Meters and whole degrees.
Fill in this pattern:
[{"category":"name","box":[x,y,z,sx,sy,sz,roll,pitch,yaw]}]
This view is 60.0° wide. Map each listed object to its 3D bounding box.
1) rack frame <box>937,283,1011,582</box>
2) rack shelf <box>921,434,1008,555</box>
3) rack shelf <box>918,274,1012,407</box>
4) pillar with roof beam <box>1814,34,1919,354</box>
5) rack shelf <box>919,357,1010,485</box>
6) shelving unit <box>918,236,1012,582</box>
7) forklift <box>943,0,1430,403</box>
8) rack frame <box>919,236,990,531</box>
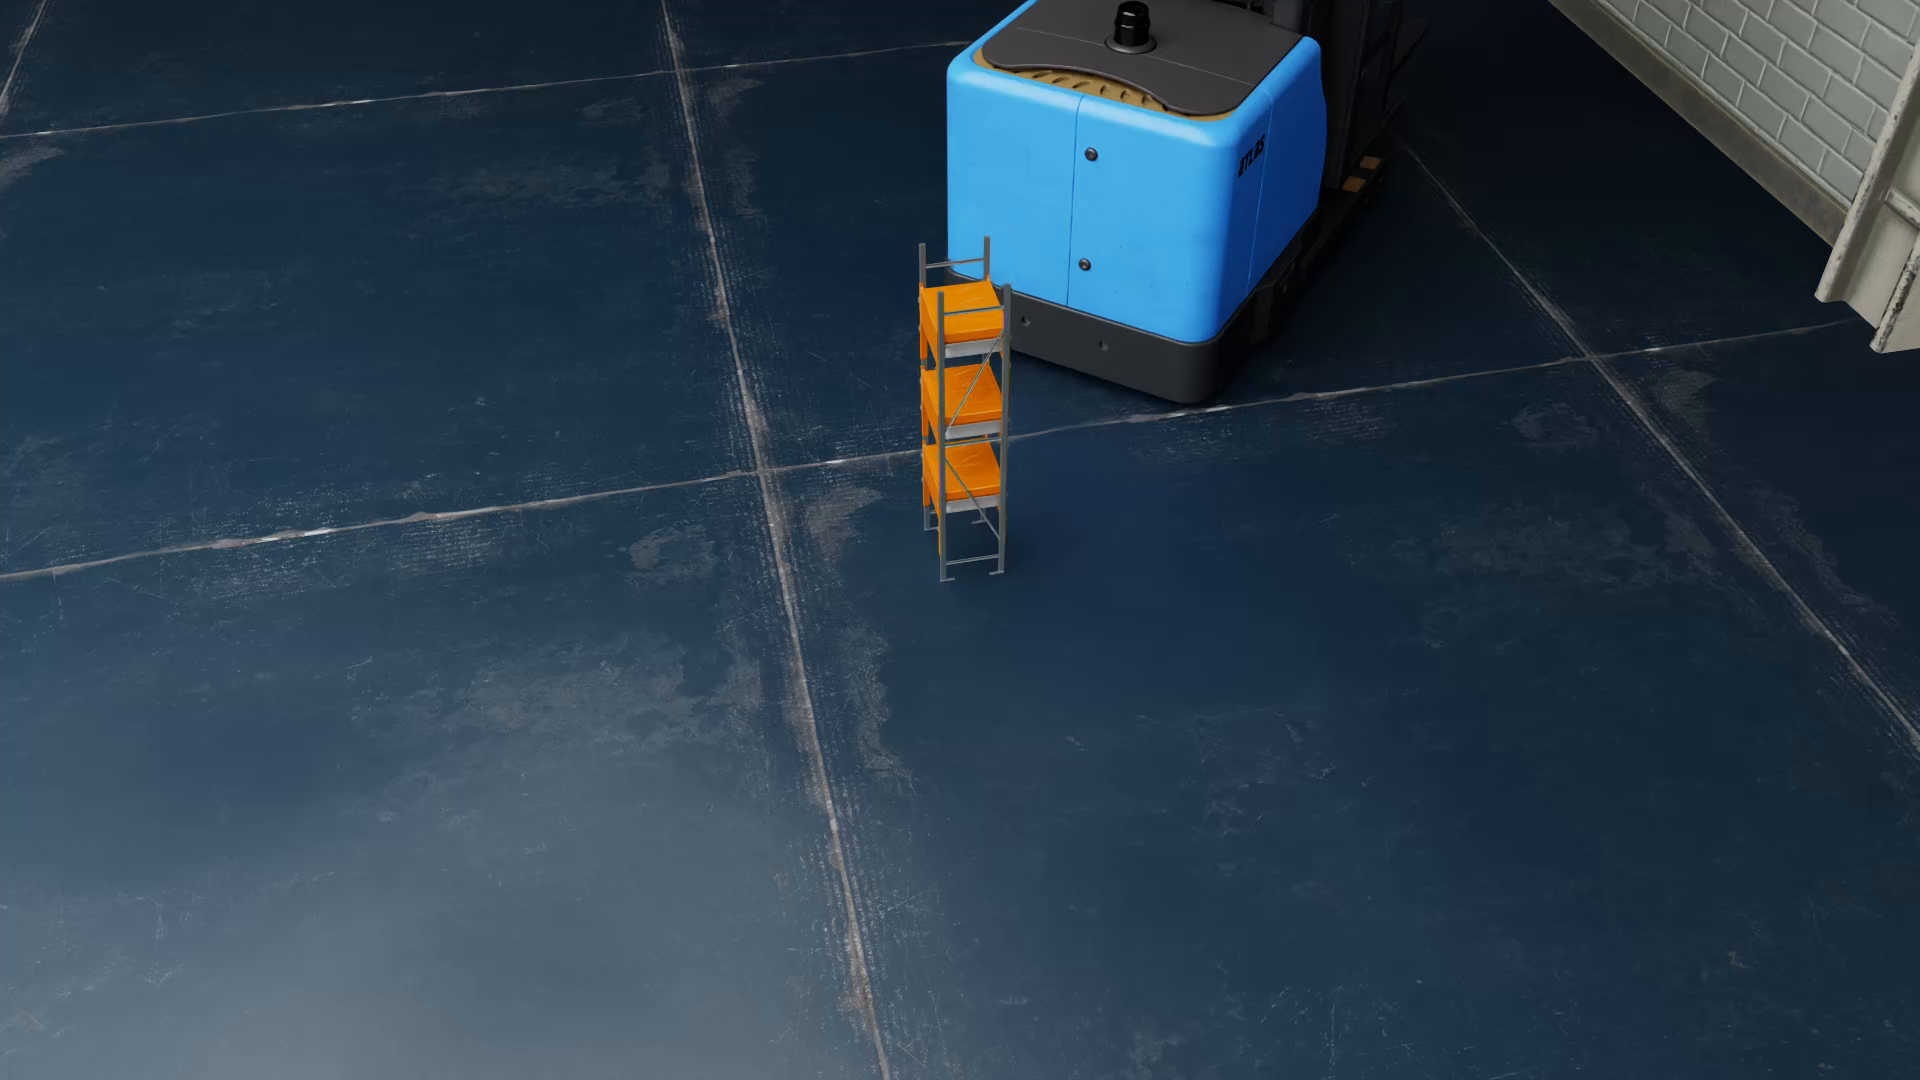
[{"category":"rack frame","box":[0.038,-0.279,4.773,0.200,1.050,0.008,-8,42,-9]},{"category":"rack shelf","box":[0.012,-0.142,5.054,0.215,0.259,0.240,-8,42,-9]},{"category":"rack shelf","box":[0.012,-0.562,4.681,0.215,0.259,0.240,-8,42,-9]},{"category":"pillar with roof beam","box":[-0.779,-3.573,2.496,9.100,9.000,0.400,-8,42,-9]},{"category":"rack shelf","box":[0.012,-0.350,4.869,0.215,0.259,0.240,-8,42,-9]},{"category":"shelving unit","box":[0.012,-0.358,4.862,0.215,1.050,0.252,-8,42,-9]},{"category":"forklift","box":[1.103,-2.528,5.890,1.130,2.935,3.031,20,46,22]},{"category":"rack frame","box":[-0.015,-0.437,4.951,0.200,1.050,0.008,-8,42,-9]}]
